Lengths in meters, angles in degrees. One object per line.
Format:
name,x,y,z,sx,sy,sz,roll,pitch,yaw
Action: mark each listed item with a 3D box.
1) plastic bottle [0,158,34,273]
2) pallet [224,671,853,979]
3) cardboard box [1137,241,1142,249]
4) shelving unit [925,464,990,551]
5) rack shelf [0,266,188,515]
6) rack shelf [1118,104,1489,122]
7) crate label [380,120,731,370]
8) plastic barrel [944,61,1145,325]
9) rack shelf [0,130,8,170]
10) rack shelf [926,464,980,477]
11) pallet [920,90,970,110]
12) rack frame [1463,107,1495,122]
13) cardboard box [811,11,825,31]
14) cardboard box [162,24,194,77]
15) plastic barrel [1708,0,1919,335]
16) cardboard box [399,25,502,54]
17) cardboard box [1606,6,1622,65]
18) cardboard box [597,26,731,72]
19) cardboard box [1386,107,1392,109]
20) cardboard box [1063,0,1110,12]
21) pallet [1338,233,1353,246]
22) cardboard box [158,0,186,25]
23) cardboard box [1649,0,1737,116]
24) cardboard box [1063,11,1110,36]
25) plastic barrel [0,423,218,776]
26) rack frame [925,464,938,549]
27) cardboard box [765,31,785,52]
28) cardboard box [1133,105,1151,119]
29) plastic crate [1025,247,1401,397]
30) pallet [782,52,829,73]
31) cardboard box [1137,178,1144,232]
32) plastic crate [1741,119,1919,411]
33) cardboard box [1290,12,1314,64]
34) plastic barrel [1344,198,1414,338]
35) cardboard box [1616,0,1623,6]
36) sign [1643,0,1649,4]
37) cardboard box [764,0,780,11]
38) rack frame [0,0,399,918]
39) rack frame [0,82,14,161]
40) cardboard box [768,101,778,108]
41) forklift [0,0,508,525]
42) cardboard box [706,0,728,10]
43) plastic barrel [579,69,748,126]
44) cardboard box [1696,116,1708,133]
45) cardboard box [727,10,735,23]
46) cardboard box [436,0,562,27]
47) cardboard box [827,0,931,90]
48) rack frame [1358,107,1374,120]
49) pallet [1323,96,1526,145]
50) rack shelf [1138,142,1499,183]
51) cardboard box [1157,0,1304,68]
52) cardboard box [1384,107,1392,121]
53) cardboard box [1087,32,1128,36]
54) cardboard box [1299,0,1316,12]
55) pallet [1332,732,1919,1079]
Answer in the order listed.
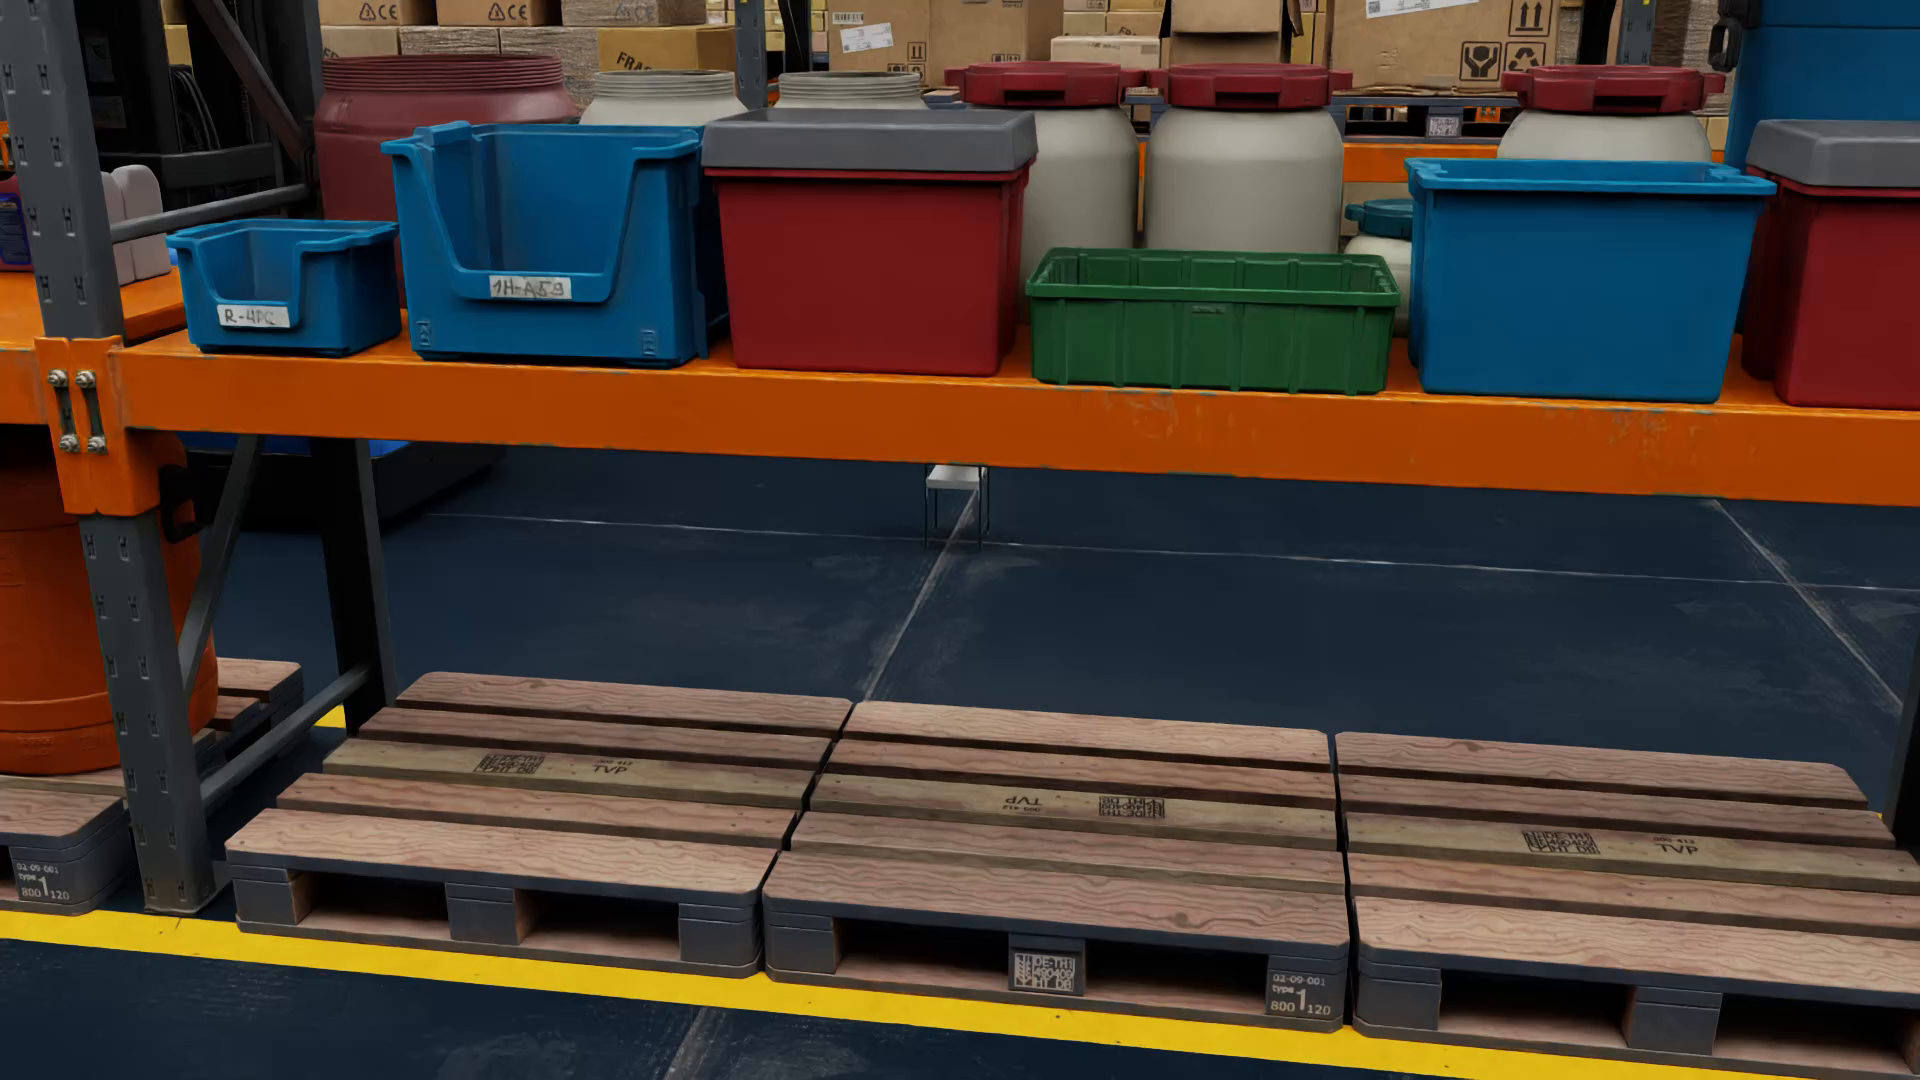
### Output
plastic bottle,-2.400,-0.827,4.232,0.133,0.283,0.061,3,19,9
pallet,-0.948,0.645,4.043,1.213,0.211,1.003,3,19,9
cardboard box,0.854,-1.226,8.486,0.500,0.500,0.700,5,19,13
shelving unit,-0.008,-0.427,6.162,0.210,0.900,0.258,3,19,9
rack shelf,-3.682,-0.488,4.169,4.000,0.370,1.077,3,19,9
rack shelf,1.940,-3.387,12.834,4.000,0.370,1.077,3,19,9
crate label,-0.769,-0.611,3.346,0.616,0.435,0.502,3,19,9
plastic barrel,0.181,-0.767,3.655,0.433,0.535,0.433,0,18,0
rack shelf,-6.845,-2.241,9.408,4.000,0.370,1.077,3,19,9
rack shelf,-0.008,-0.310,6.201,0.200,0.077,0.258,3,19,9
pallet,-0.201,-2.187,8.414,1.003,0.211,1.213,3,19,9
rack frame,3.915,-3.628,12.419,0.127,3.000,1.000,3,19,9
cardboard box,-1.119,-3.958,12.670,0.250,0.149,0.380,3,19,10
cardboard box,-3.960,-2.403,8.599,0.500,0.500,0.500,3,19,9
plastic barrel,1.909,-0.880,3.414,0.708,0.901,0.600,3,19,9
cardboard box,-2.452,-2.327,8.373,0.500,0.500,0.500,2,19,7
cardboard box,4.827,-3.664,12.289,0.550,0.550,0.875,3,19,9
cardboard box,-1.448,-2.275,8.218,0.500,0.500,0.500,4,19,10
cardboard box,5.812,-5.750,21.645,0.500,0.250,0.500,3,19,8
cardboard box,0.907,-4.300,12.694,0.500,0.500,0.700,3,19,8
pallet,3.141,-2.321,12.907,1.213,0.211,1.003,3,19,9
cardboard box,-4.239,-2.975,8.730,0.637,0.503,0.797,2,19,7
cardboard box,3.463,-2.226,7.601,0.500,0.500,0.875,3,19,9
cardboard box,0.868,-3.745,12.610,0.500,0.500,0.500,3,19,8
plastic barrel,-2.193,0.082,4.089,0.708,0.830,0.600,3,19,9
rack frame,-0.108,-0.432,6.177,0.006,0.900,0.240,3,19,9
cardboard box,-1.339,-3.830,12.756,0.250,0.149,0.380,3,19,8
cardboard box,2.694,-5.947,22.431,0.625,0.625,0.875,4,19,10
plastic crate,0.478,-0.426,3.183,0.662,0.188,0.450,3,19,9
pallet,-0.755,-3.741,13.058,1.003,0.211,1.213,3,19,9
cardboard box,1.416,-2.860,13.006,0.750,0.750,1.050,3,19,9
plastic crate,1.716,-0.486,2.928,0.583,0.464,0.402,3,19,9
cardboard box,2.359,-3.669,12.383,0.500,0.500,0.500,3,19,9
plastic barrel,0.960,-0.577,3.517,0.301,0.262,0.301,0,18,0
cardboard box,4.835,-4.191,12.162,0.550,0.550,0.875,3,19,9
sign,2.944,-2.454,7.086,0.005,0.325,0.100,3,19,9
cardboard box,-1.362,-4.111,12.660,0.250,0.149,0.380,3,19,10
rack frame,-1.707,-0.729,3.754,0.127,3.000,1.000,3,19,9
rack frame,-4.871,-2.482,8.993,0.127,3.000,1.000,3,19,9
cardboard box,-1.781,-4.729,18.396,0.875,0.875,0.875,3,19,10
forklift,-3.526,-1.664,6.659,3.031,2.935,1.130,4,19,13
cardboard box,-1.868,-4.138,12.740,0.250,0.149,0.380,4,19,11
plastic barrel,-0.657,-0.797,3.781,0.421,0.512,0.421,0,18,0
cardboard box,3.193,-1.855,7.516,0.250,0.149,0.380,3,19,9
cardboard box,-1.611,-3.984,12.748,0.250,0.149,0.380,3,19,8
cardboard box,-2.284,-2.879,8.442,0.637,0.503,0.797,3,19,10
cardboard box,-0.382,-2.512,8.265,0.500,0.500,0.500,1,19,2
rack frame,5.384,-6.739,21.717,0.127,3.000,1.000,3,19,9
pallet,2.297,-2.072,8.071,1.213,0.211,1.003,3,19,9
rack shelf,1.053,-1.839,8.205,4.000,0.370,1.077,3,19,9
cardboard box,1.302,-2.386,7.881,0.637,0.503,0.797,5,19,14
cardboard box,5.809,-5.506,21.704,0.500,0.250,0.500,3,19,9
cardboard box,0.768,-2.417,8.348,0.258,0.266,0.396,2,19,7
cardboard box,2.416,-4.224,12.465,0.500,0.500,0.700,3,19,9
pallet,1.461,0.768,3.676,1.213,0.211,1.003,3,19,9
